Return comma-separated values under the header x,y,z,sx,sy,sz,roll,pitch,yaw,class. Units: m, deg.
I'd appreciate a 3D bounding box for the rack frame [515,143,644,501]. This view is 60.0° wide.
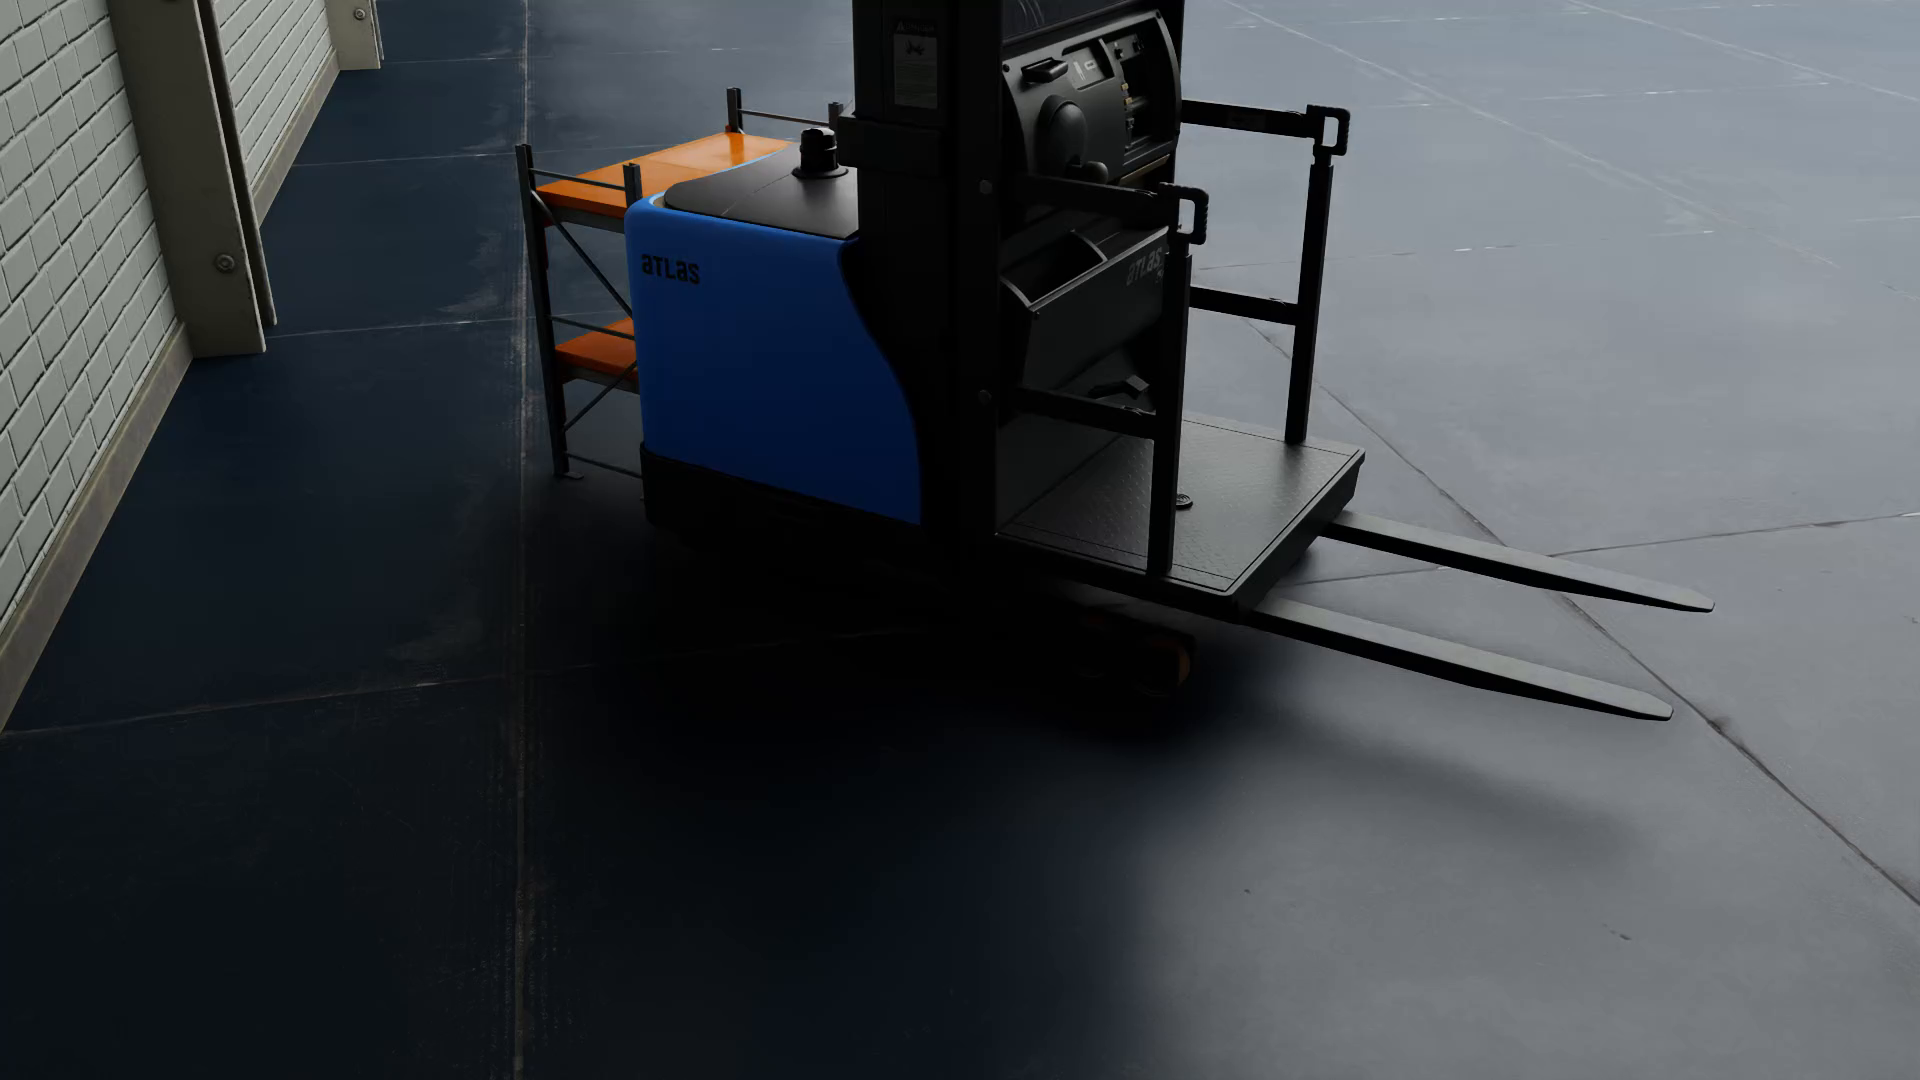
x,y,z,sx,sy,sz,roll,pitch,yaw,class
-1.175,-0.678,5.343,0.500,1.125,0.032,16,31,29,rack frame

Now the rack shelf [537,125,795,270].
x,y,z,sx,sy,sz,roll,pitch,yaw,class
-0.898,-1.131,5.592,0.538,0.278,1.000,16,31,29,rack shelf

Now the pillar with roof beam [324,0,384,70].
x,y,z,sx,sy,sz,roll,pitch,yaw,class
-0.182,-7.922,10.958,9.100,9.000,0.400,-6,27,-12,pillar with roof beam

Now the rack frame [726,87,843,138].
x,y,z,sx,sy,sz,roll,pitch,yaw,class
-0.620,-1.062,6.104,0.500,1.125,0.032,16,31,29,rack frame

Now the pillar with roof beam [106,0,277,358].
x,y,z,sx,sy,sz,roll,pitch,yaw,class
1.170,-5.288,5.740,9.100,9.000,0.400,-6,27,-12,pillar with roof beam

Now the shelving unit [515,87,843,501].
x,y,z,sx,sy,sz,roll,pitch,yaw,class
-0.897,-0.870,5.724,0.538,1.125,1.048,16,31,29,shelving unit

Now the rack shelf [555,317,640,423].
x,y,z,sx,sy,sz,roll,pitch,yaw,class
-0.897,-0.651,5.834,0.538,0.278,1.000,16,31,29,rack shelf

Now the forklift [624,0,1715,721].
x,y,z,sx,sy,sz,roll,pitch,yaw,class
0.540,-1.164,4.303,3.031,2.935,1.130,15,30,27,forklift
